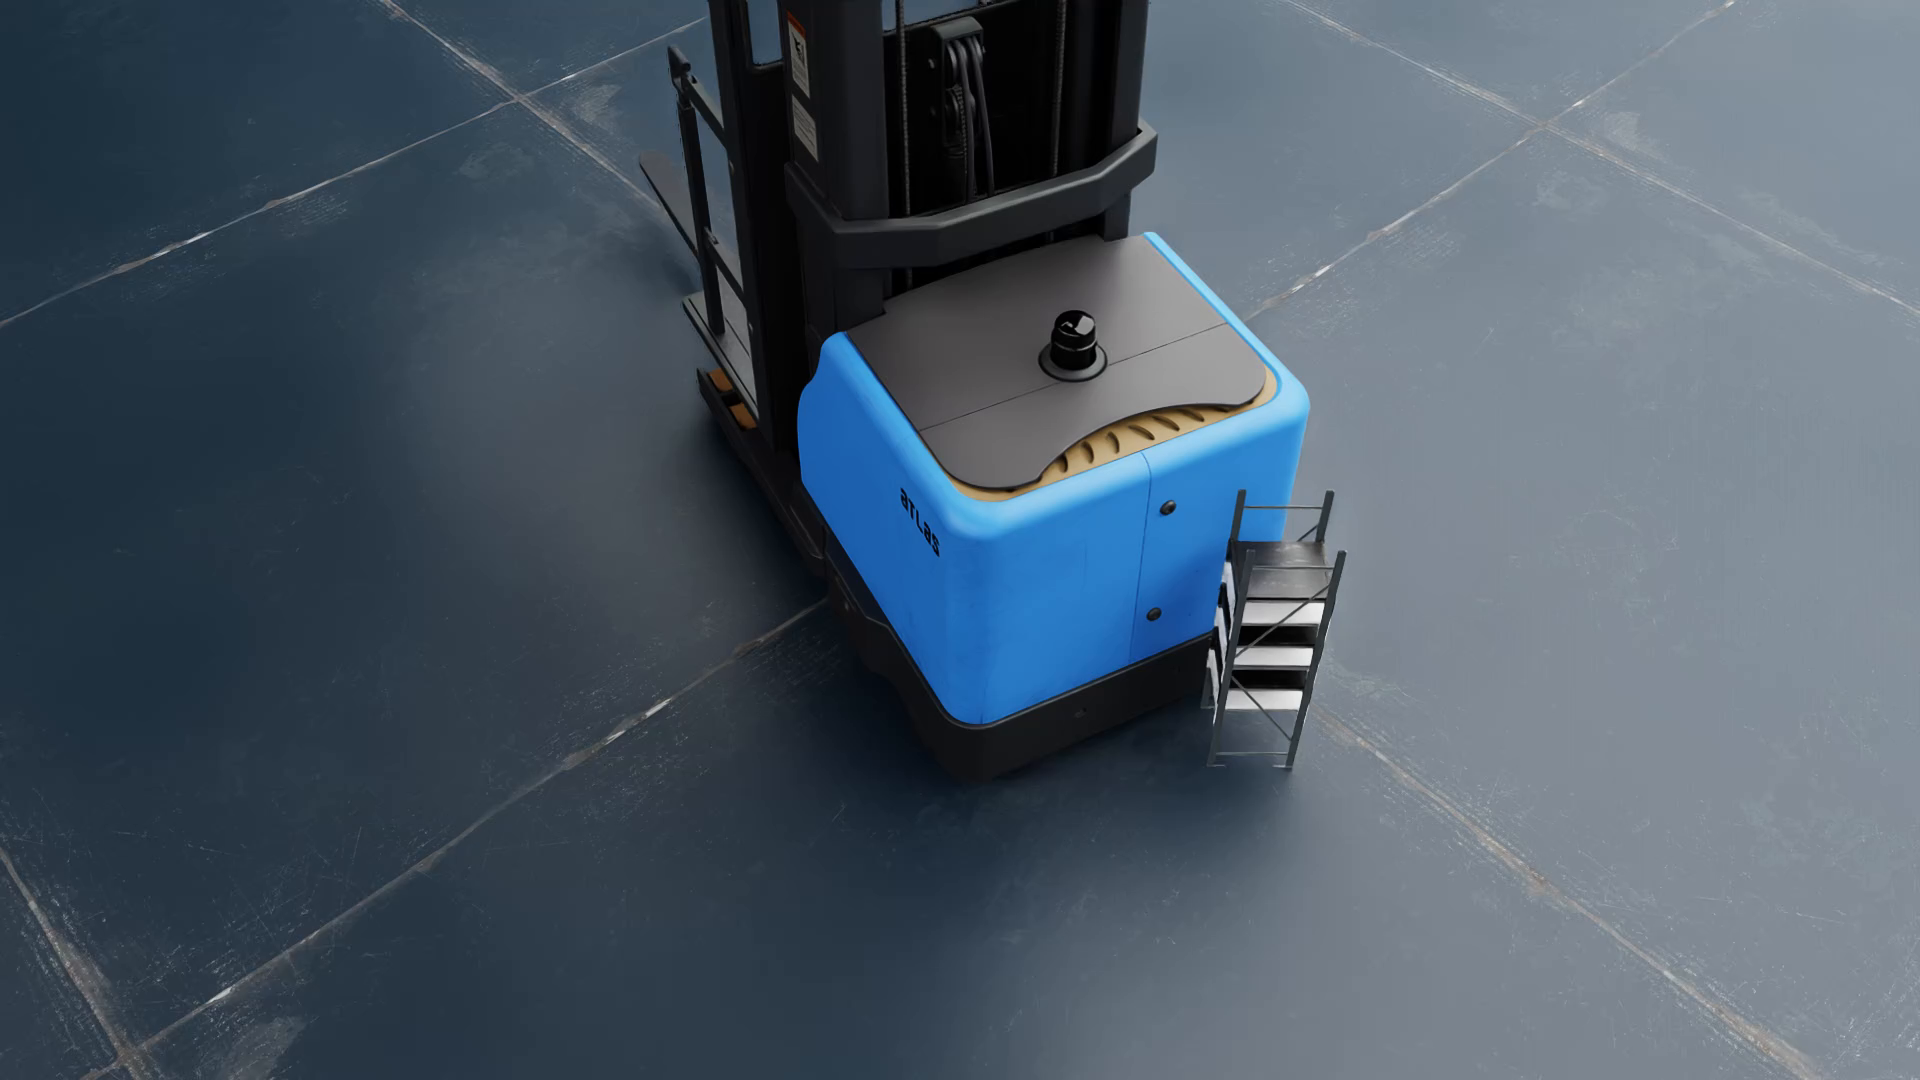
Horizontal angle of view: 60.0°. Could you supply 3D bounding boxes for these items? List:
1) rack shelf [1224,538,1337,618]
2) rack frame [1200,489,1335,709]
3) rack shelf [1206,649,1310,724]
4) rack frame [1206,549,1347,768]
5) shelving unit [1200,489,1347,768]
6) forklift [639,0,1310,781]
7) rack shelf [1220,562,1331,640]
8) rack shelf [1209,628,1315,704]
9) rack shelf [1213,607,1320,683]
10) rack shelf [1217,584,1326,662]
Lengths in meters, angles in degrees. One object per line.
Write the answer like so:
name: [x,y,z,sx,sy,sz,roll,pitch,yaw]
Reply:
rack shelf: [0.812,0.096,4.227,0.258,0.077,0.200,0,47,0]
rack frame: [0.813,0.181,4.470,0.240,0.900,0.006,0,47,0]
rack shelf: [0.812,0.401,4.558,0.258,0.077,0.200,0,47,0]
rack frame: [0.811,0.331,4.332,0.240,0.900,0.006,0,47,0]
shelving unit: [0.812,0.256,4.401,0.258,0.900,0.210,0,47,0]
forklift: [-0.226,-1.425,4.571,1.130,2.935,3.031,-21,51,-18]
rack shelf: [0.812,0.157,4.294,0.258,0.077,0.200,0,47,0]
rack shelf: [0.812,0.340,4.492,0.258,0.077,0.200,0,47,0]
rack shelf: [0.812,0.279,4.426,0.258,0.077,0.200,0,47,0]
rack shelf: [0.812,0.218,4.360,0.258,0.077,0.200,0,47,0]
